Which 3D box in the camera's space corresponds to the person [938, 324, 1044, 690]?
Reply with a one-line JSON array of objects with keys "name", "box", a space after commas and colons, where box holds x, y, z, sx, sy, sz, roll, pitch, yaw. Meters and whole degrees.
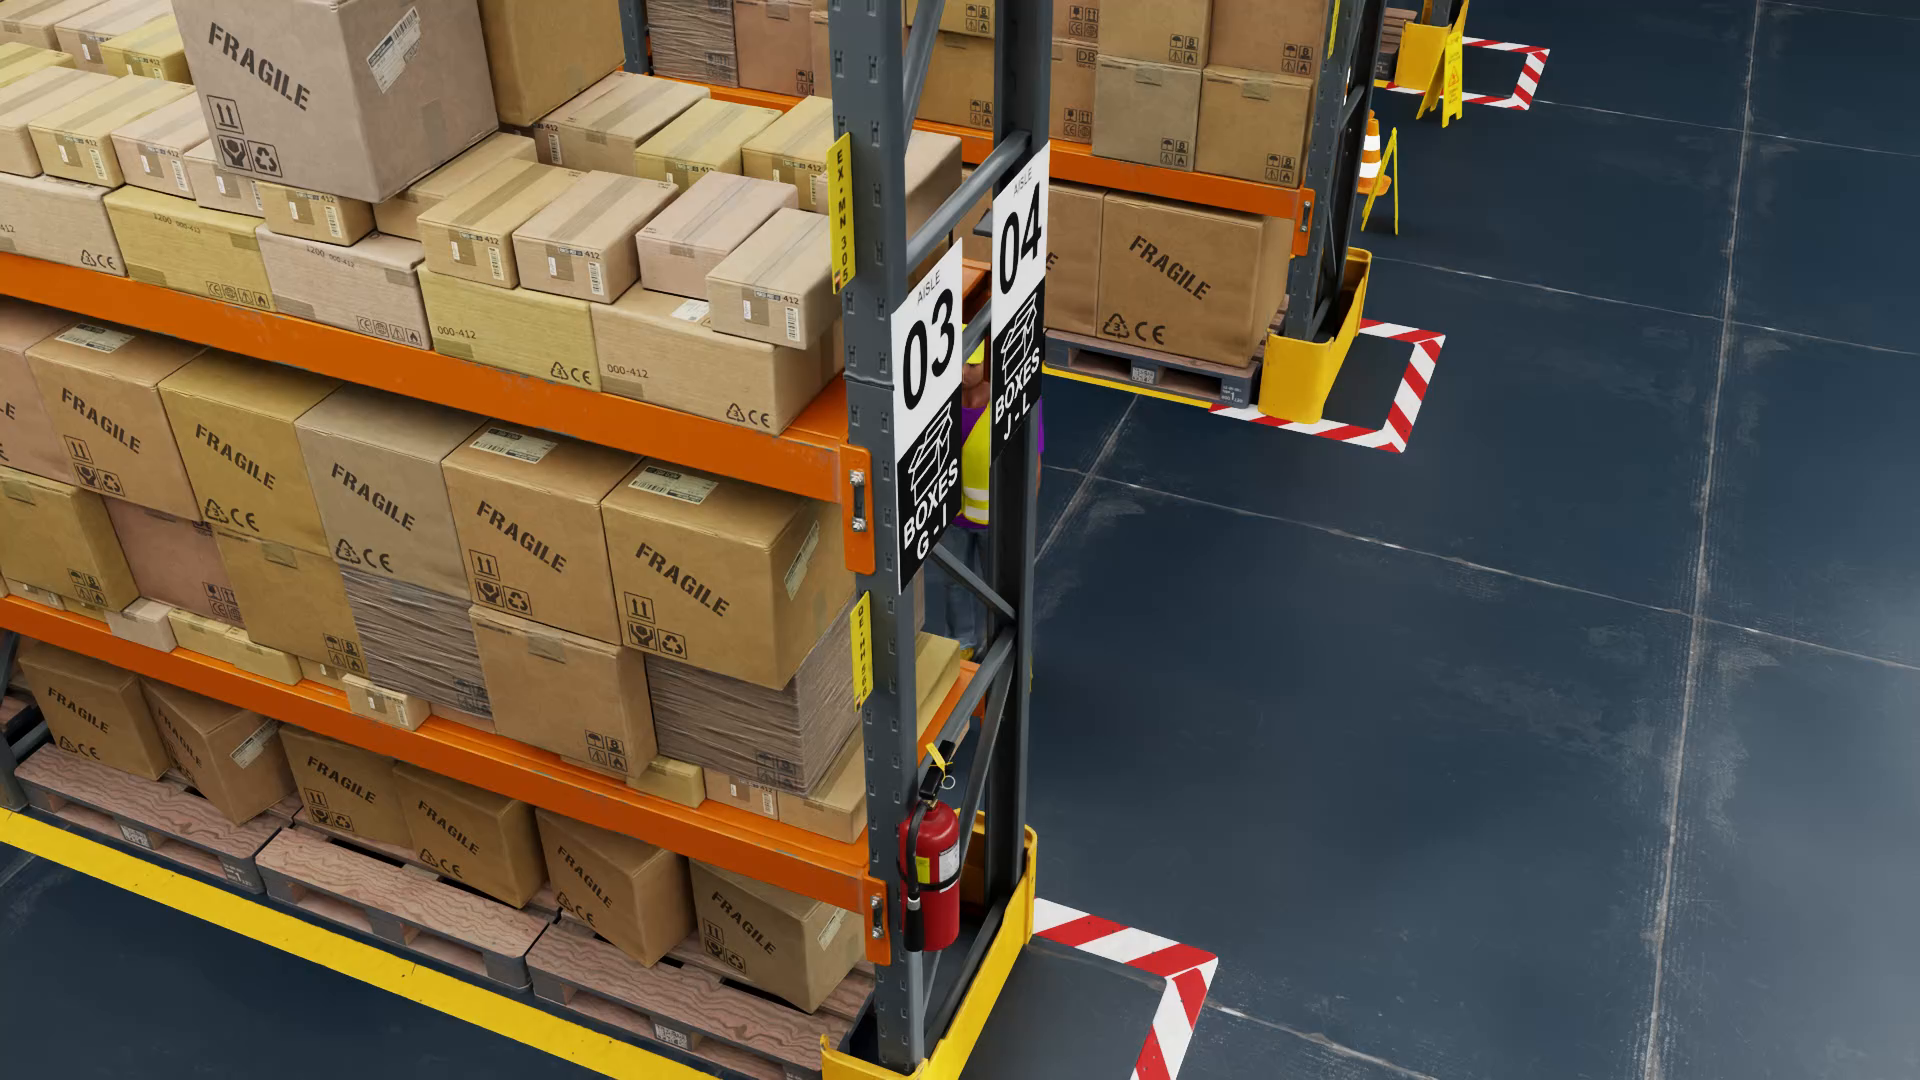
[{"name": "person", "box": [0.056, -0.122, 6.943, 0.579, 1.795, 0.377, 15, 40, 18]}]
